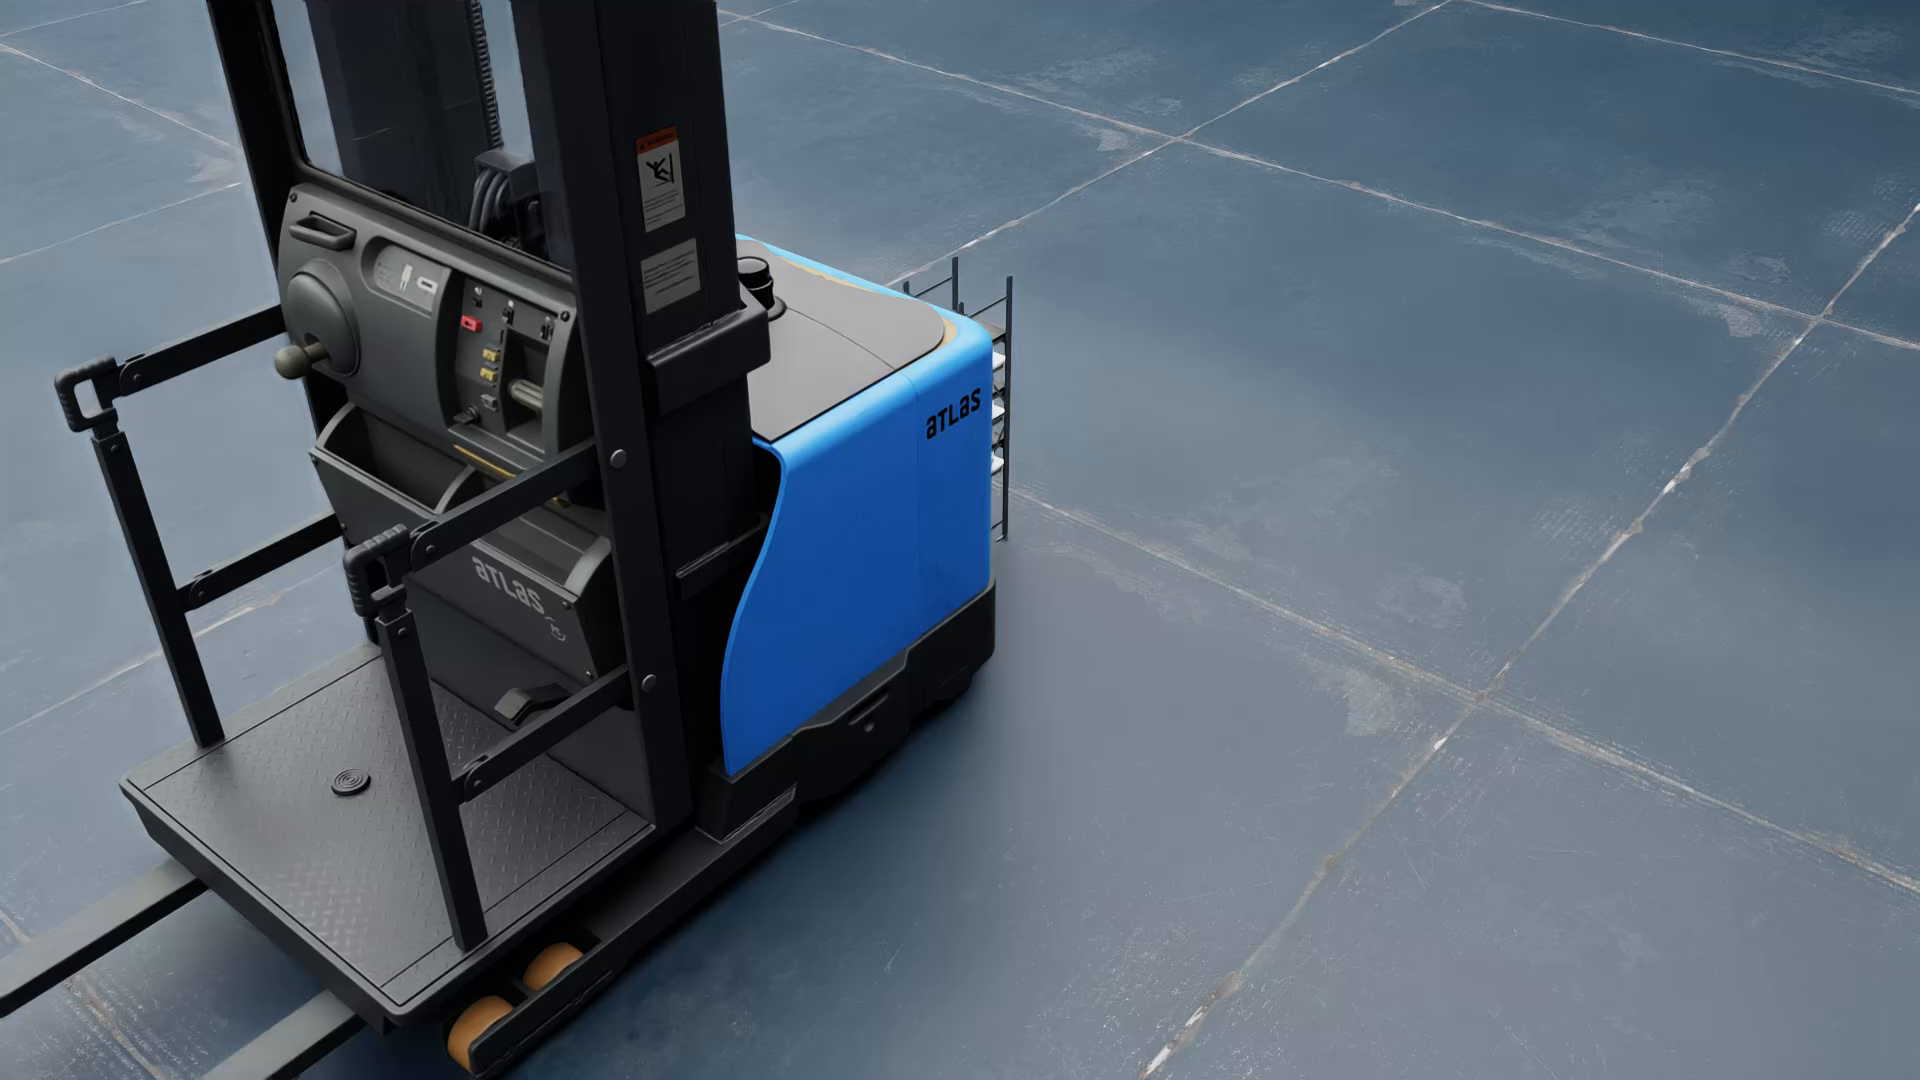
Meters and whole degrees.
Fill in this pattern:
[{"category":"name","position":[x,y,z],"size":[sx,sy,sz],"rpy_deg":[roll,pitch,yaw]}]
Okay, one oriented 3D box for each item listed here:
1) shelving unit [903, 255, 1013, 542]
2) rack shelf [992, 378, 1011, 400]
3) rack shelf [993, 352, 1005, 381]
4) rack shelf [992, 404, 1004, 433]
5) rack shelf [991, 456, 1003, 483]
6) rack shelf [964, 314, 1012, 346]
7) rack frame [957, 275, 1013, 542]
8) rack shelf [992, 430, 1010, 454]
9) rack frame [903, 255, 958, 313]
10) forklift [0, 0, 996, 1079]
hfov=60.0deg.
[{"category":"shelving unit","position":[-0.006,-0.374,5.000],"size":[0.210,0.900,0.258],"rpy_deg":[25,42,32]},{"category":"rack shelf","position":[-0.006,-0.421,4.967],"size":[0.200,0.077,0.258],"rpy_deg":[25,42,32]},{"category":"rack shelf","position":[-0.006,-0.495,4.917],"size":[0.200,0.077,0.258],"rpy_deg":[25,42,32]},{"category":"rack shelf","position":[-0.006,-0.346,5.018],"size":[0.200,0.077,0.258],"rpy_deg":[25,42,32]},{"category":"rack shelf","position":[-0.006,-0.198,5.120],"size":[0.200,0.077,0.258],"rpy_deg":[25,42,32]},{"category":"rack shelf","position":[-0.006,-0.569,4.866],"size":[0.200,0.077,0.258],"rpy_deg":[25,42,32]},{"category":"rack frame","position":[0.072,-0.337,4.946],"size":[0.006,0.900,0.240],"rpy_deg":[25,42,32]},{"category":"rack shelf","position":[-0.006,-0.272,5.069],"size":[0.200,0.077,0.258],"rpy_deg":[25,42,32]},{"category":"rack frame","position":[-0.084,-0.411,5.053],"size":[0.006,0.900,0.240],"rpy_deg":[25,42,32]},{"category":"forklift","position":[-1.219,-0.379,3.213],"size":[1.130,2.935,3.031],"rpy_deg":[25,41,31]}]
